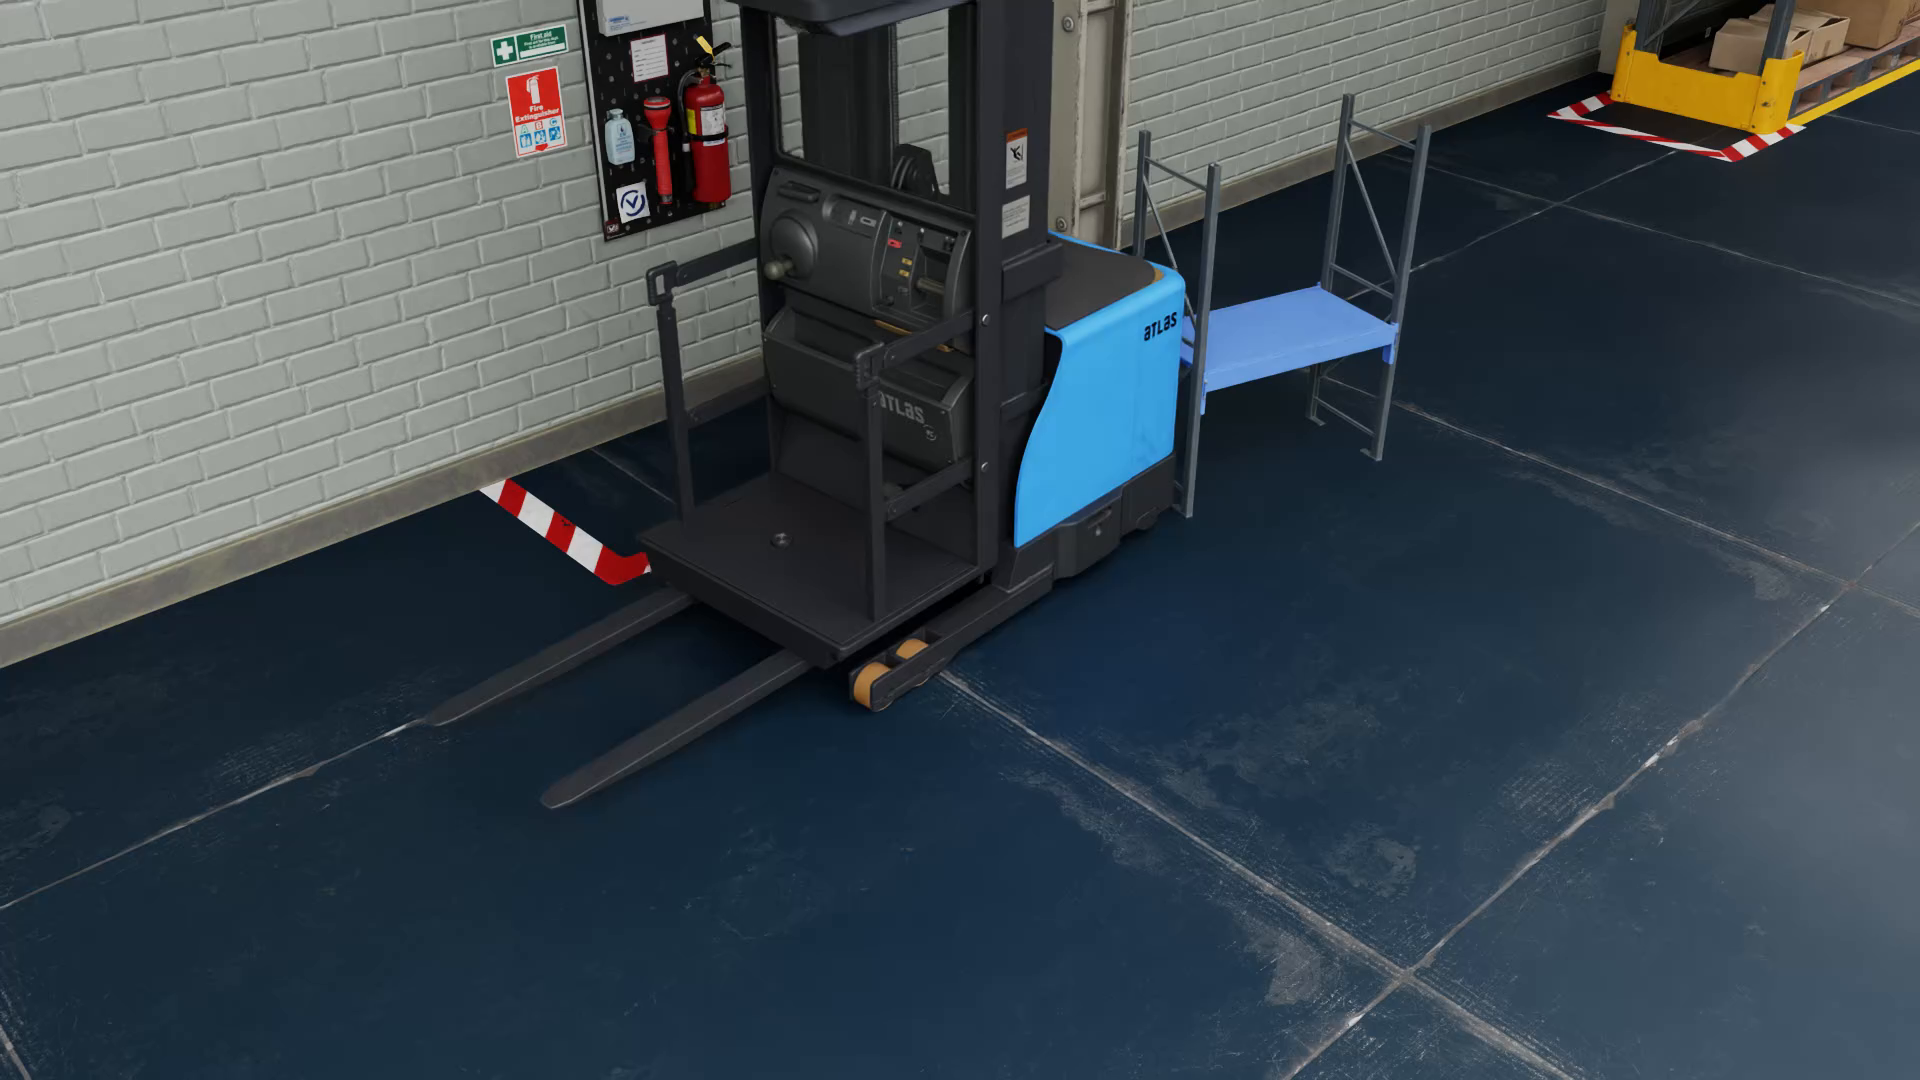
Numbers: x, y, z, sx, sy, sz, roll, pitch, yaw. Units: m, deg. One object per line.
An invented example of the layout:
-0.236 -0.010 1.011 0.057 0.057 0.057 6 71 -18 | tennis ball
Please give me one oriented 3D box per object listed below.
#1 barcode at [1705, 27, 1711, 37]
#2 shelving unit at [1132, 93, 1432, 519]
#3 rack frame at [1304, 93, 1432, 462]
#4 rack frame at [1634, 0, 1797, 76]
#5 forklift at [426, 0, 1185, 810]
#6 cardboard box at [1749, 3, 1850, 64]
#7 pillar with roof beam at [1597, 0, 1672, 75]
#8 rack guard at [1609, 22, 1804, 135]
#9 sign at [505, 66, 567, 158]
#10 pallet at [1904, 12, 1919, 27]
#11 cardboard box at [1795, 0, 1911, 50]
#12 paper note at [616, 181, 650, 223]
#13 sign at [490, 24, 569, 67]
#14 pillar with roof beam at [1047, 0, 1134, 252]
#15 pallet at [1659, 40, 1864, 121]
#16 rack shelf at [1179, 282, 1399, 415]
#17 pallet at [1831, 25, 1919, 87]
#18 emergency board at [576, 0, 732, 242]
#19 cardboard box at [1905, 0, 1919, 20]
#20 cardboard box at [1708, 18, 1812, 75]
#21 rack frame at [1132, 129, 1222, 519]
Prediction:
5.411 -3.673 12.029 0.075 0.075 0.001 -26 40 -35 | barcode
1.278 -0.974 6.906 1.048 1.500 0.538 -16 35 -24 | shelving unit
1.724 -1.102 7.114 0.032 1.500 0.500 -16 35 -24 | rack frame
5.101 -4.258 10.839 0.127 3.000 1.000 -26 40 -35 | rack frame
-0.474 -0.956 5.504 1.130 2.935 3.031 25 39 35 | forklift
6.088 -3.712 12.101 0.500 0.311 0.500 -22 38 -32 | cardboard box
7.954 -5.750 7.528 0.400 9.000 9.100 -26 40 -35 | pillar with roof beam
5.157 -3.219 11.535 0.348 0.500 1.175 -26 40 -35 | rack guard
-1.687 -1.706 6.630 0.234 0.329 0.001 -26 40 -35 | sign
7.566 -4.236 13.475 1.213 0.211 1.003 -26 40 -35 | pallet
6.660 -4.034 12.446 0.700 0.500 0.500 26 40 36 | cardboard box
-1.388 -1.435 7.066 0.142 0.148 0.016 -26 40 -35 | paper note
-1.677 -1.930 6.489 0.331 0.109 0.001 -26 40 -35 | sign
3.554 -3.622 4.047 0.400 9.000 9.100 -26 40 -35 | pillar with roof beam
5.777 -3.370 12.060 1.213 0.211 1.003 -26 40 -35 | pallet
1.278 -0.821 7.000 1.000 0.185 0.538 -16 35 -24 | rack shelf
6.671 -3.801 12.764 1.213 0.211 1.003 -26 40 -35 | pallet
-1.211 -1.847 6.896 0.643 1.169 0.194 -26 40 -35 | emergency board
7.301 -4.415 13.069 0.500 0.500 0.500 26 40 35 | cardboard box
5.670 -3.510 11.771 0.500 0.311 0.500 24 39 34 | cardboard box
0.832 -0.847 6.698 0.032 1.500 0.500 -16 35 -24 | rack frame
